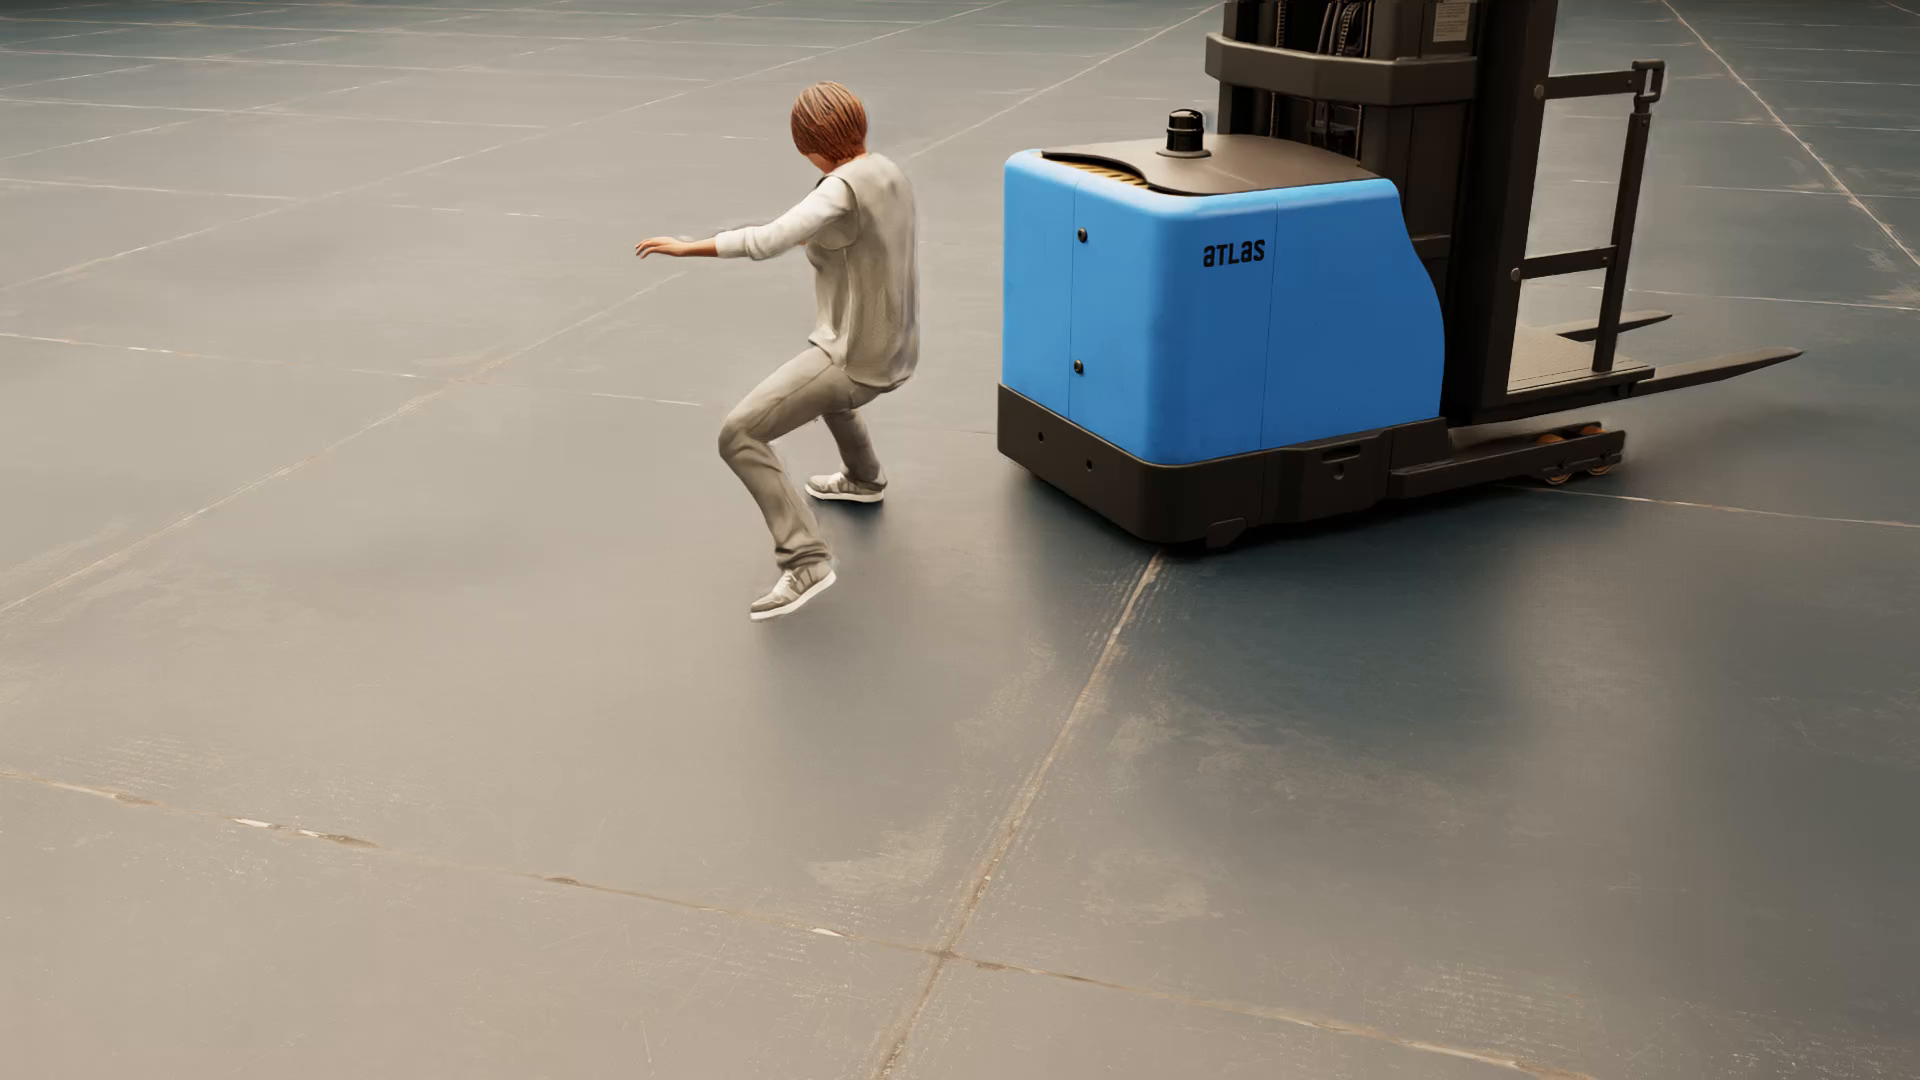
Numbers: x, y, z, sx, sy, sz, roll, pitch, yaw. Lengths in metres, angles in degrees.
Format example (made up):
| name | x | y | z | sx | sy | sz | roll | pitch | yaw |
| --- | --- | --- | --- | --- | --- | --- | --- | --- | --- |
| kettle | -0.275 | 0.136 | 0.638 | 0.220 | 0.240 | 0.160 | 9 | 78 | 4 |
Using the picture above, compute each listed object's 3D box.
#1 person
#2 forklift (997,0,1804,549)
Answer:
| name | x | y | z | sx | sy | sz | roll | pitch | yaw |
| --- | --- | --- | --- | --- | --- | --- | --- | --- | --- |
| person | -0.427 | -0.577 | 4.724 | 0.601 | 1.368 | 1.069 | 10 | 24 | 23 |
| forklift | 1.677 | -1.706 | 5.413 | 3.031 | 2.935 | 1.130 | -11 | 25 | -25 |
